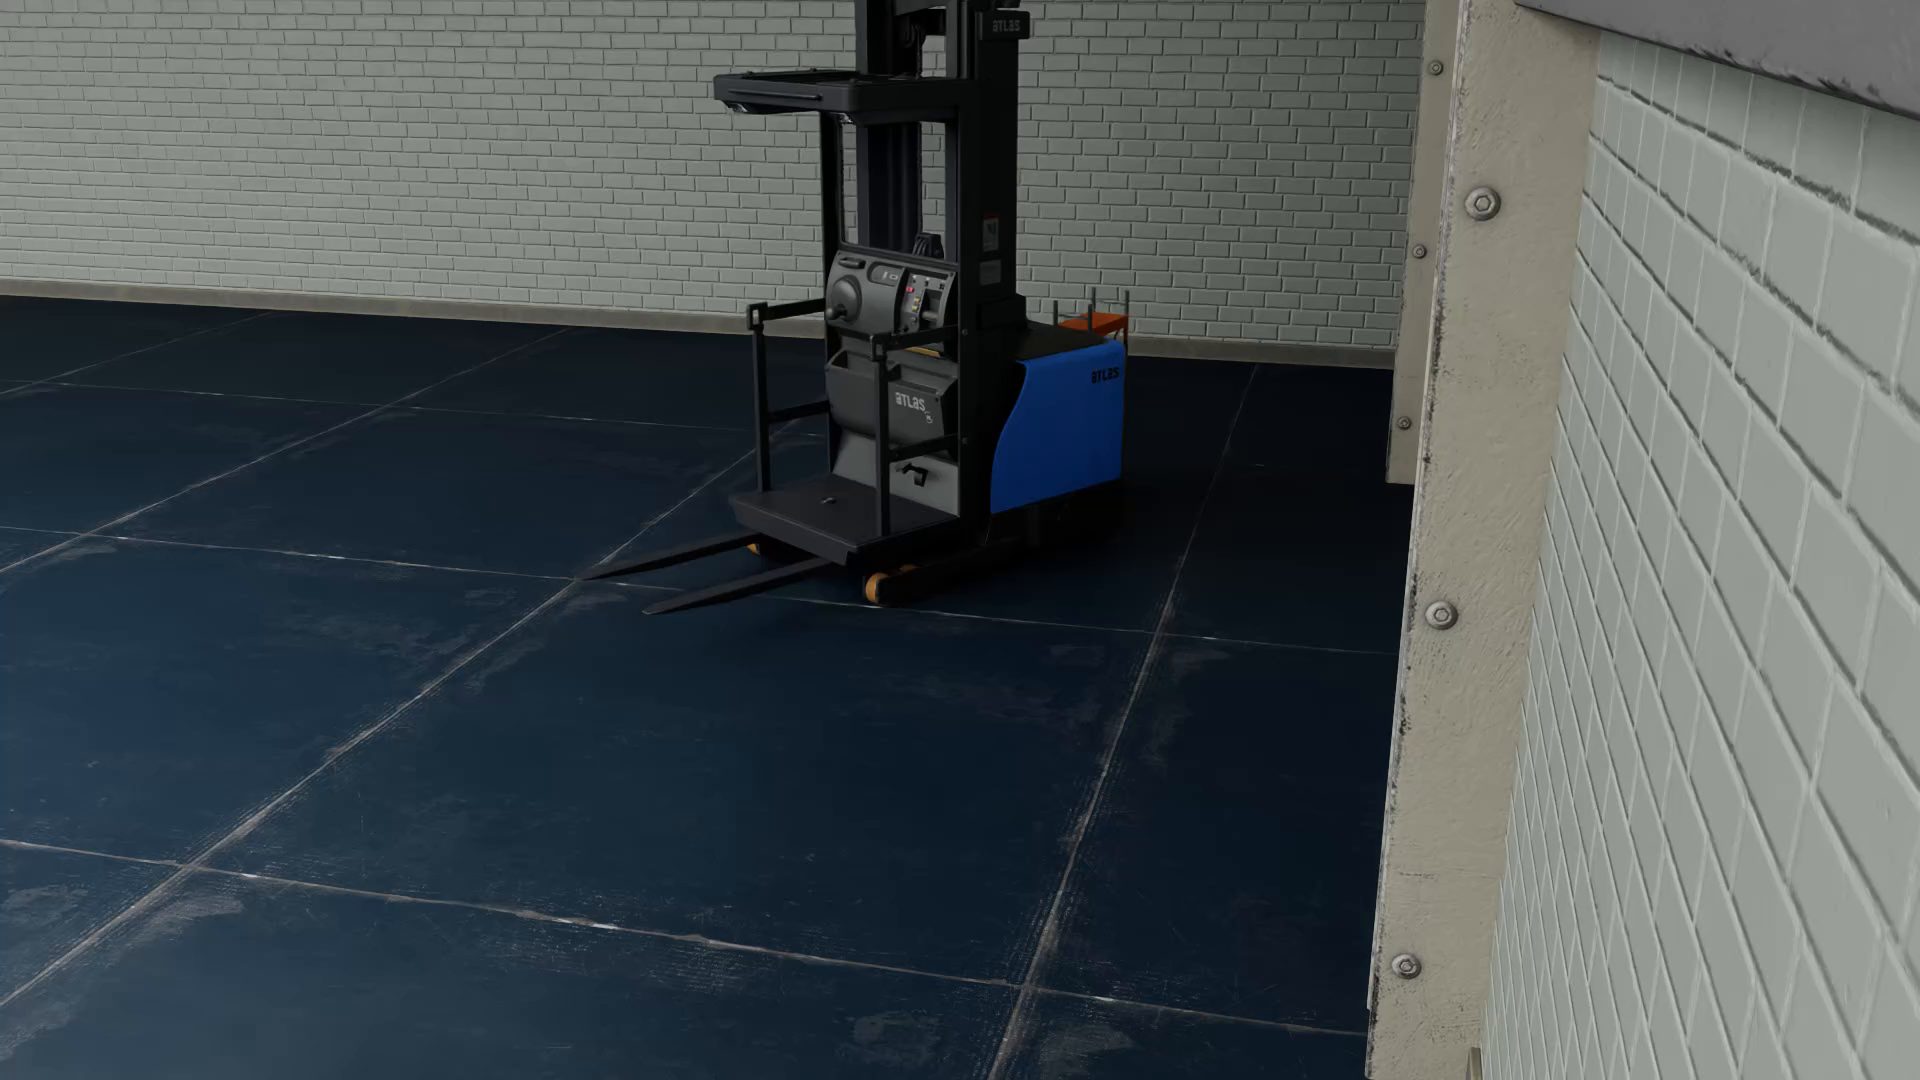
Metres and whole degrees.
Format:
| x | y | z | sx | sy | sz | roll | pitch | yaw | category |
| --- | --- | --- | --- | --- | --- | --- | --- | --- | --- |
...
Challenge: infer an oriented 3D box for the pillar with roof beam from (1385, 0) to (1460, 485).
| x | y | z | sx | sy | sz | roll | pitch | yaw | category |
| --- | --- | --- | --- | --- | --- | --- | --- | --- | --- |
| -1.361 | -5.003 | 9.911 | 9.100 | 9.000 | 0.400 | 5 | 19 | 13 | pillar with roof beam |

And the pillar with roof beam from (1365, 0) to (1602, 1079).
| x | y | z | sx | sy | sz | roll | pitch | yaw | category |
| --- | --- | --- | --- | --- | --- | --- | --- | --- | --- |
| -2.827 | -3.122 | 4.406 | 9.100 | 9.000 | 0.400 | 5 | 19 | 13 | pillar with roof beam |

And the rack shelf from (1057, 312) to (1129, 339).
| x | y | z | sx | sy | sz | roll | pitch | yaw | category |
| --- | --- | --- | --- | --- | --- | --- | --- | --- | --- |
| 0.763 | -1.217 | 9.679 | 0.258 | 0.148 | 0.480 | 11 | 22 | 29 | rack shelf |

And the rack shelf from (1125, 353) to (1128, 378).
| x | y | z | sx | sy | sz | roll | pitch | yaw | category |
| --- | --- | --- | --- | --- | --- | --- | --- | --- | --- |
| 0.763 | -0.993 | 9.755 | 0.258 | 0.148 | 0.480 | 11 | 22 | 29 | rack shelf |

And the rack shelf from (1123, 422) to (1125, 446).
| x | y | z | sx | sy | sz | roll | pitch | yaw | category |
| --- | --- | --- | --- | --- | --- | --- | --- | --- | --- |
| 0.763 | -0.594 | 9.892 | 0.258 | 0.148 | 0.480 | 11 | 22 | 29 | rack shelf |

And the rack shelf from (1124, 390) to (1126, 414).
| x | y | z | sx | sy | sz | roll | pitch | yaw | category |
| --- | --- | --- | --- | --- | --- | --- | --- | --- | --- |
| 0.763 | -0.782 | 9.828 | 0.258 | 0.148 | 0.480 | 11 | 22 | 29 | rack shelf |

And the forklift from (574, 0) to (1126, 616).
| x | y | z | sx | sy | sz | roll | pitch | yaw | category |
| --- | --- | --- | --- | --- | --- | --- | --- | --- | --- |
| -0.511 | -1.249 | 8.308 | 3.031 | 2.935 | 1.130 | -16 | 25 | -40 | forklift |

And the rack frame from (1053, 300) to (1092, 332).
| x | y | z | sx | sy | sz | roll | pitch | yaw | category |
| --- | --- | --- | --- | --- | --- | --- | --- | --- | --- |
| 0.638 | -0.777 | 9.607 | 0.240 | 1.200 | 0.015 | 11 | 22 | 29 | rack frame |

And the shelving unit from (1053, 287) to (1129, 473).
| x | y | z | sx | sy | sz | roll | pitch | yaw | category |
| --- | --- | --- | --- | --- | --- | --- | --- | --- | --- |
| 0.763 | -0.845 | 9.806 | 0.258 | 1.200 | 0.503 | 11 | 22 | 29 | shelving unit |

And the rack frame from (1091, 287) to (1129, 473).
| x | y | z | sx | sy | sz | roll | pitch | yaw | category |
| --- | --- | --- | --- | --- | --- | --- | --- | --- | --- |
| 0.887 | -0.913 | 10.004 | 0.240 | 1.200 | 0.015 | 11 | 22 | 29 | rack frame |
